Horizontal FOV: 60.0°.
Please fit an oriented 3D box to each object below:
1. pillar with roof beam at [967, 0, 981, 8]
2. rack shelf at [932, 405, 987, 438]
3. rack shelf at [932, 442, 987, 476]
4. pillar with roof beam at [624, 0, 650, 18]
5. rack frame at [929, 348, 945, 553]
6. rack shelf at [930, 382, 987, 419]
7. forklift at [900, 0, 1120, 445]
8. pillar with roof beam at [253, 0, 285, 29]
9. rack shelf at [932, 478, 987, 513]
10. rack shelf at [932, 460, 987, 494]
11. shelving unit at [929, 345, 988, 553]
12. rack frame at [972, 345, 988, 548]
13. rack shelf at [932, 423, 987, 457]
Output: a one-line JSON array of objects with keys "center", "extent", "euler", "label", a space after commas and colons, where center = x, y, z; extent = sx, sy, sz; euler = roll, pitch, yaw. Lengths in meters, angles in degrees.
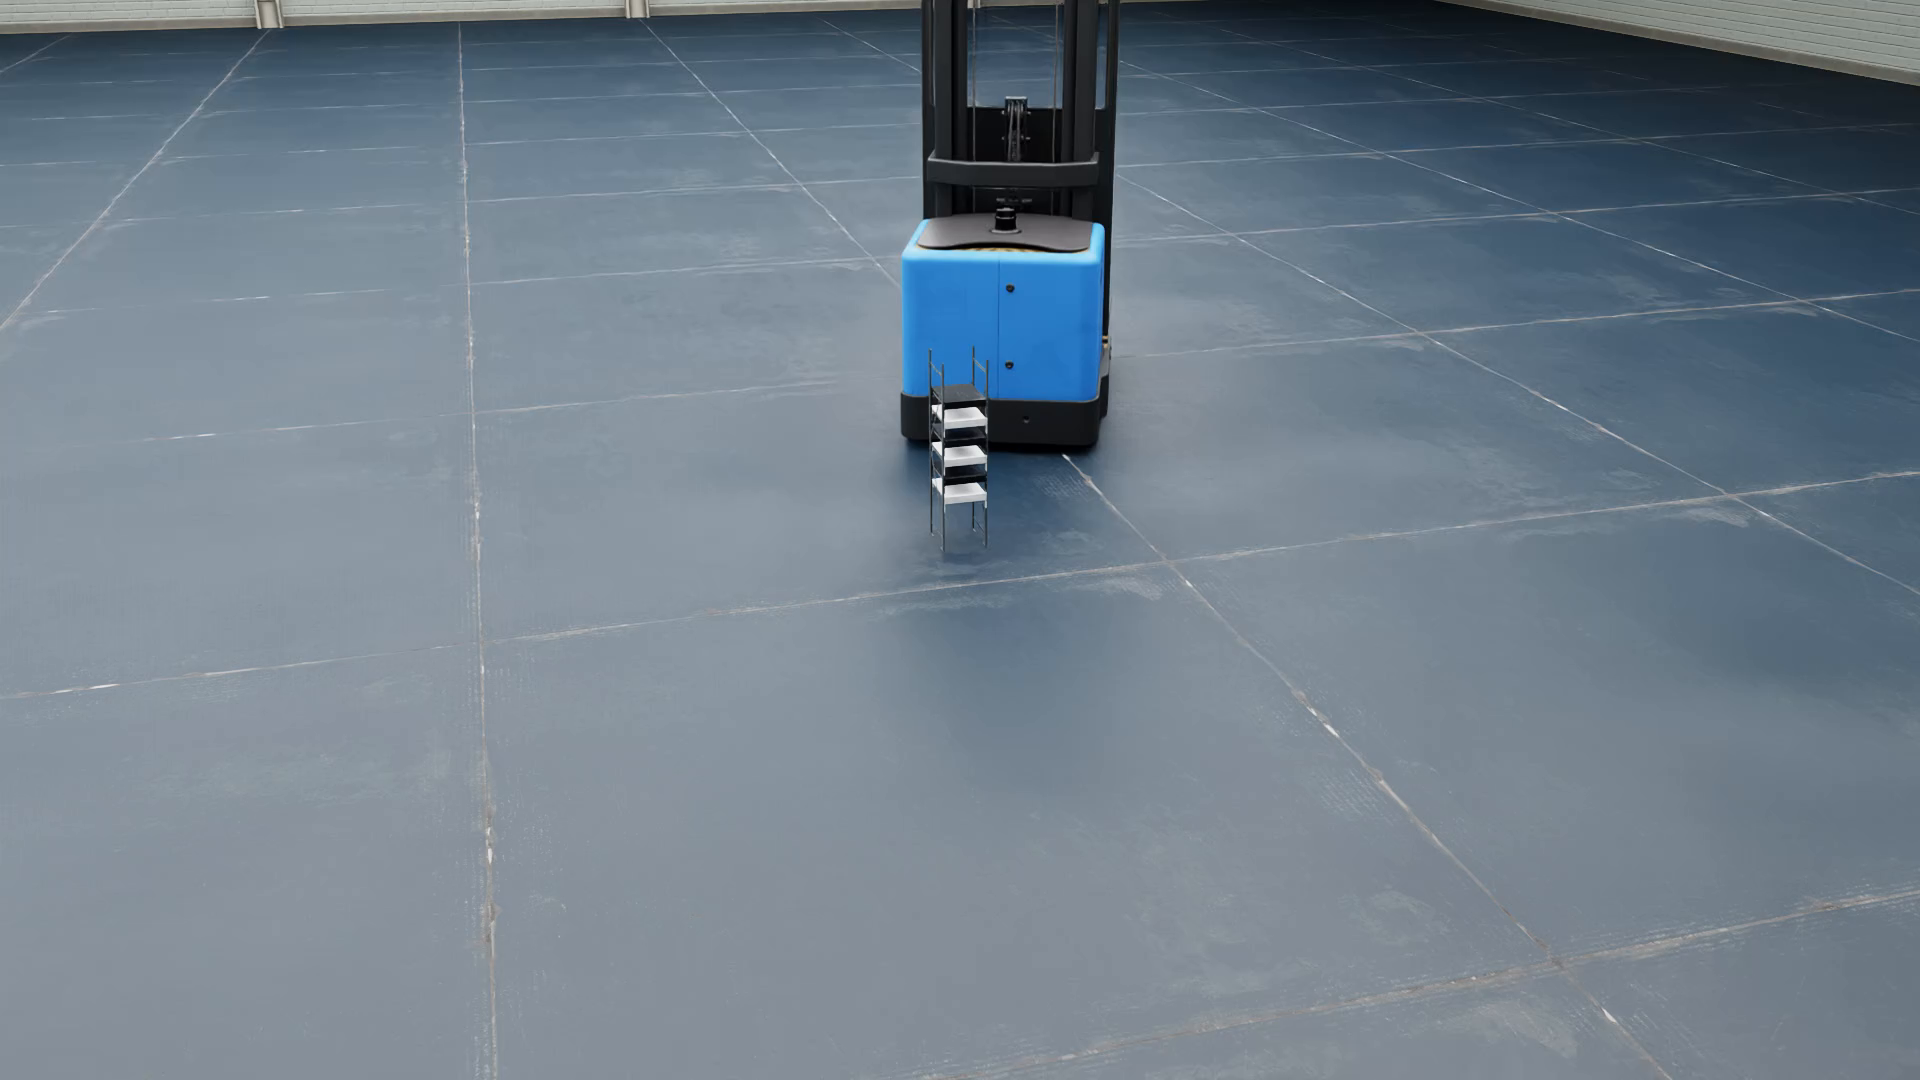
[{"center": [1.308, -12.275, 24.945], "extent": [0.400, 9.000, 9.100], "euler": [-6, 24, -14], "label": "pillar with roof beam"}, {"center": [-0.008, -0.547, 7.513], "extent": [0.200, 0.077, 0.258], "euler": [-6, 24, -14], "label": "rack shelf"}, {"center": [-0.008, -0.382, 7.584], "extent": [0.200, 0.077, 0.258], "euler": [-6, 24, -14], "label": "rack shelf"}, {"center": [-4.469, -11.636, 23.455], "extent": [0.400, 9.000, 9.100], "euler": [-6, 24, -14], "label": "pillar with roof beam"}, {"center": [-0.106, -0.402, 7.545], "extent": [0.006, 0.900, 0.240], "euler": [-6, 24, -14], "label": "rack frame"}, {"center": [-0.008, -0.630, 7.477], "extent": [0.200, 0.077, 0.258], "euler": [-6, 24, -14], "label": "rack shelf"}, {"center": [0.358, -2.388, 9.598], "extent": [1.130, 2.935, 3.031], "euler": [2, 23, 6], "label": "forklift"}, {"center": [-10.246, -10.997, 21.966], "extent": [0.400, 9.000, 9.100], "euler": [-6, 24, -14], "label": "pillar with roof beam"}, {"center": [-0.008, -0.217, 7.655], "extent": [0.200, 0.077, 0.258], "euler": [-6, 24, -14], "label": "rack shelf"}, {"center": [-0.008, -0.299, 7.619], "extent": [0.200, 0.077, 0.258], "euler": [-6, 24, -14], "label": "rack shelf"}, {"center": [-0.008, -0.413, 7.571], "extent": [0.210, 0.900, 0.258], "euler": [-6, 24, -14], "label": "shelving unit"}, {"center": [0.090, -0.424, 7.596], "extent": [0.006, 0.900, 0.240], "euler": [-6, 24, -14], "label": "rack frame"}, {"center": [-0.008, -0.465, 7.548], "extent": [0.200, 0.077, 0.258], "euler": [-6, 24, -14], "label": "rack shelf"}]
